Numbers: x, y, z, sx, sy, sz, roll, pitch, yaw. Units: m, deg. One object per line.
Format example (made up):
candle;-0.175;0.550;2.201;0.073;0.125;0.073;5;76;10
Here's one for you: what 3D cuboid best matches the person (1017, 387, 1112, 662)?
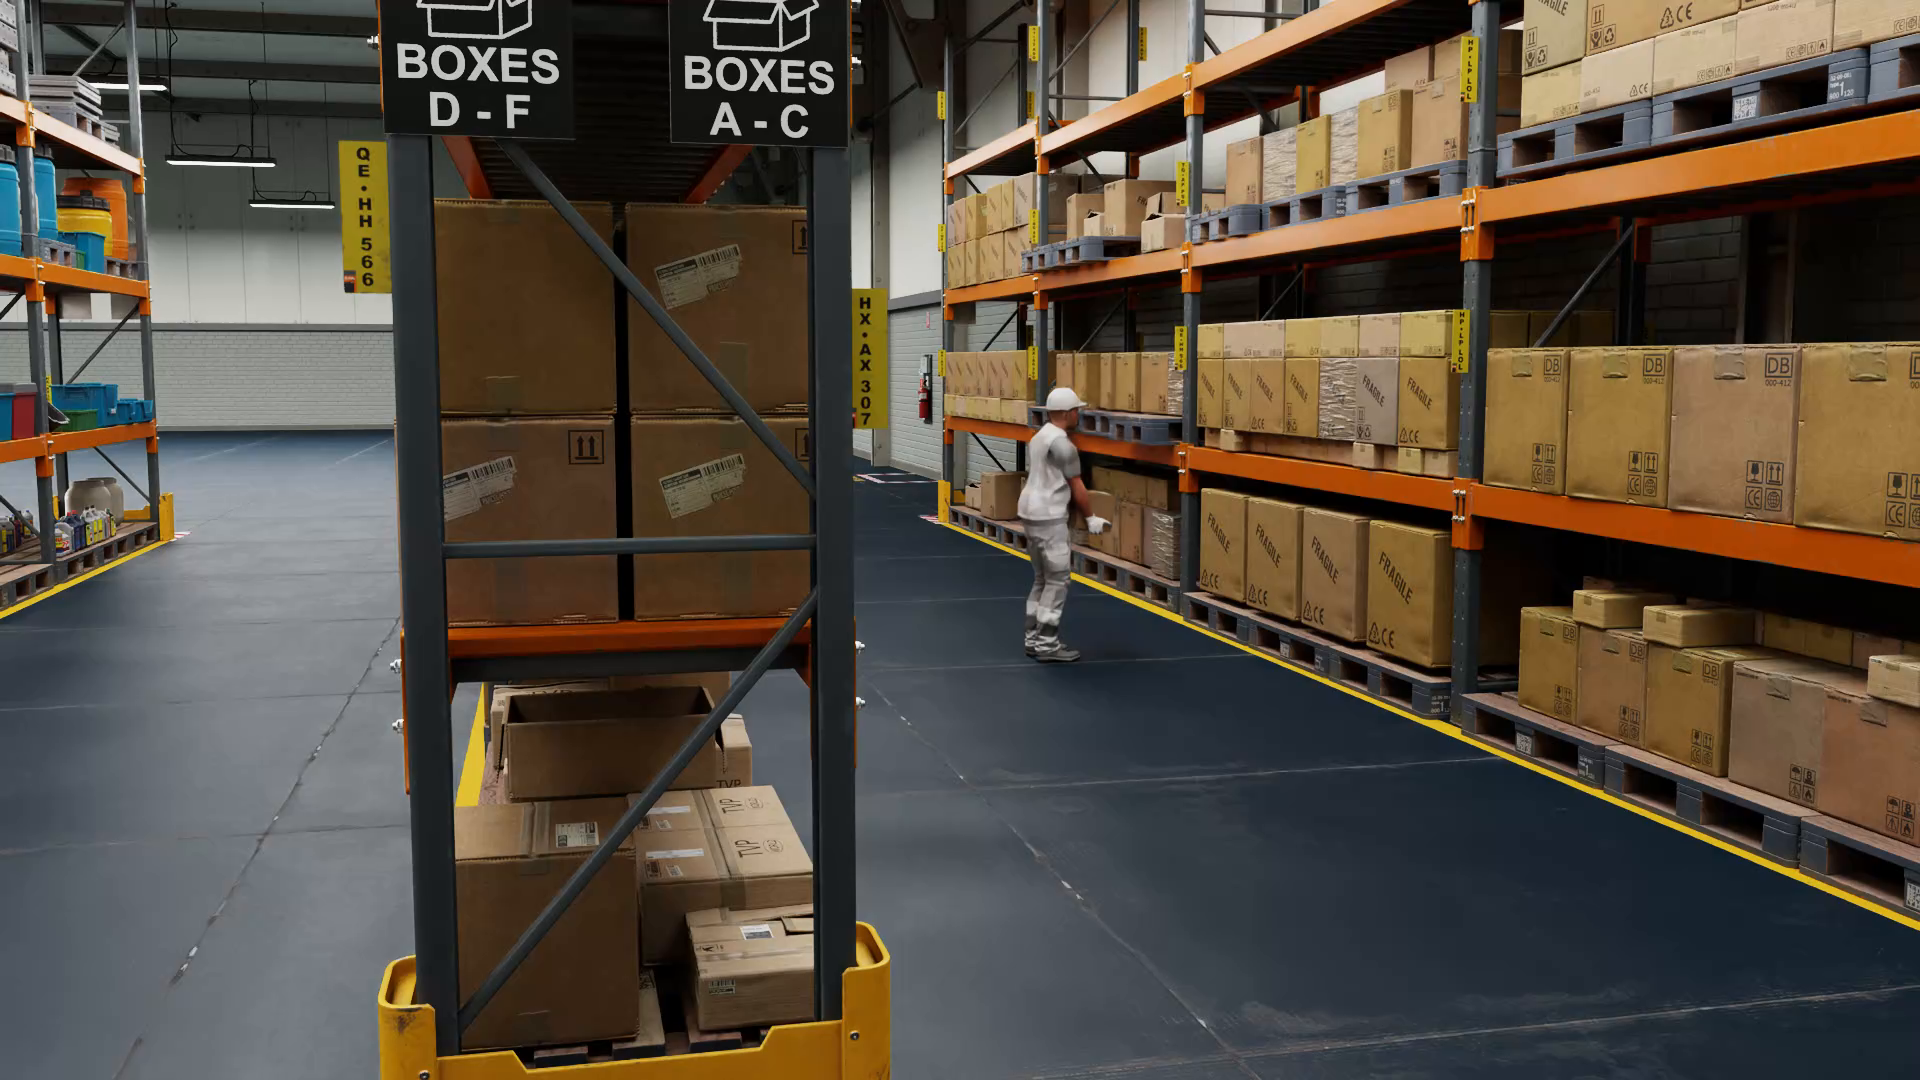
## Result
person;0.672;-0.110;10.887;0.580;1.772;0.491;-2;6;-15
